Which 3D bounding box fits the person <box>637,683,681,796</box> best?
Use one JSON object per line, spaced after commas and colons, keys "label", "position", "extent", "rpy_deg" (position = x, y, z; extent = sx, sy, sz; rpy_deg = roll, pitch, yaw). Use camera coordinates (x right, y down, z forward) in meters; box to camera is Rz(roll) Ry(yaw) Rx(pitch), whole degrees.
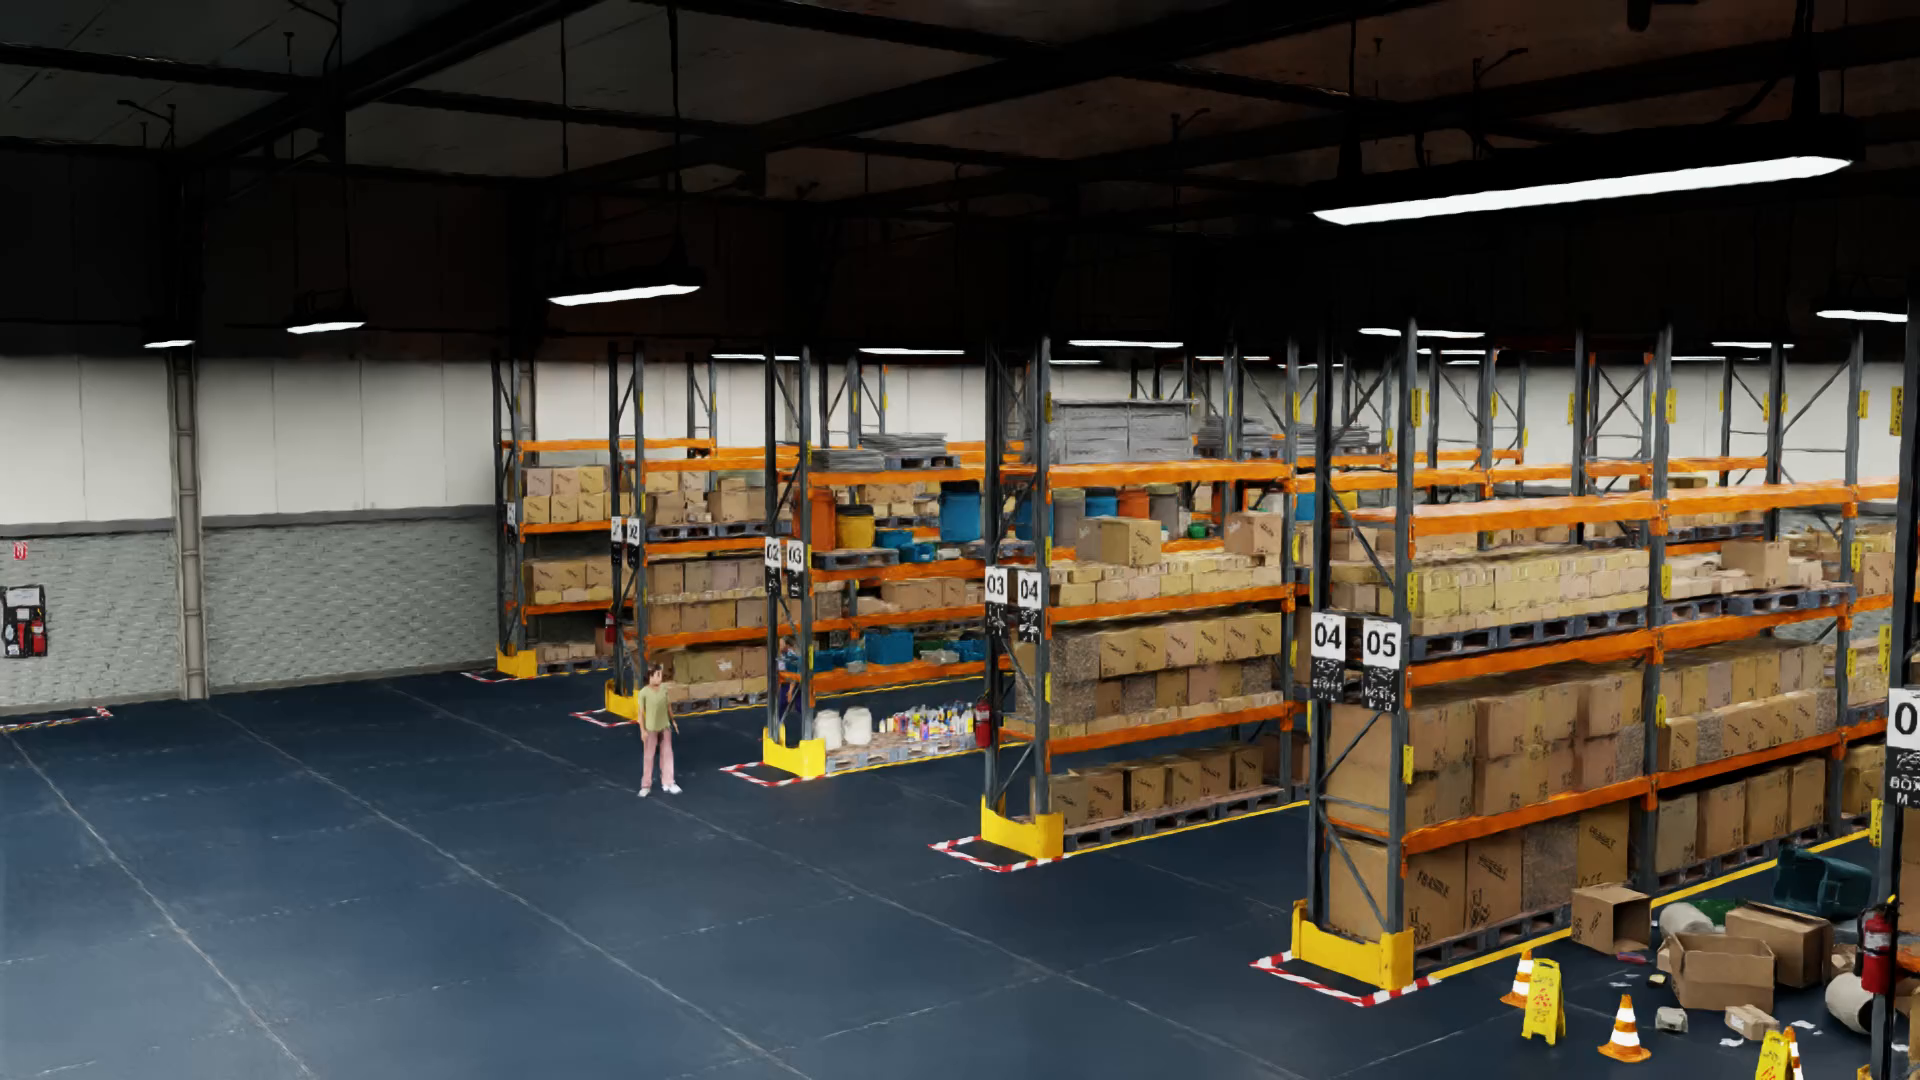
{"label": "person", "position": [-3.906, 2.557, 21.387], "extent": [0.542, 1.433, 0.372], "rpy_deg": [-5, 7, -43]}

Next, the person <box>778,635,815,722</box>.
{"label": "person", "position": [-2.464, 2.175, 24.736], "extent": [0.823, 1.542, 0.493], "rpy_deg": [-4, 6, -38]}
